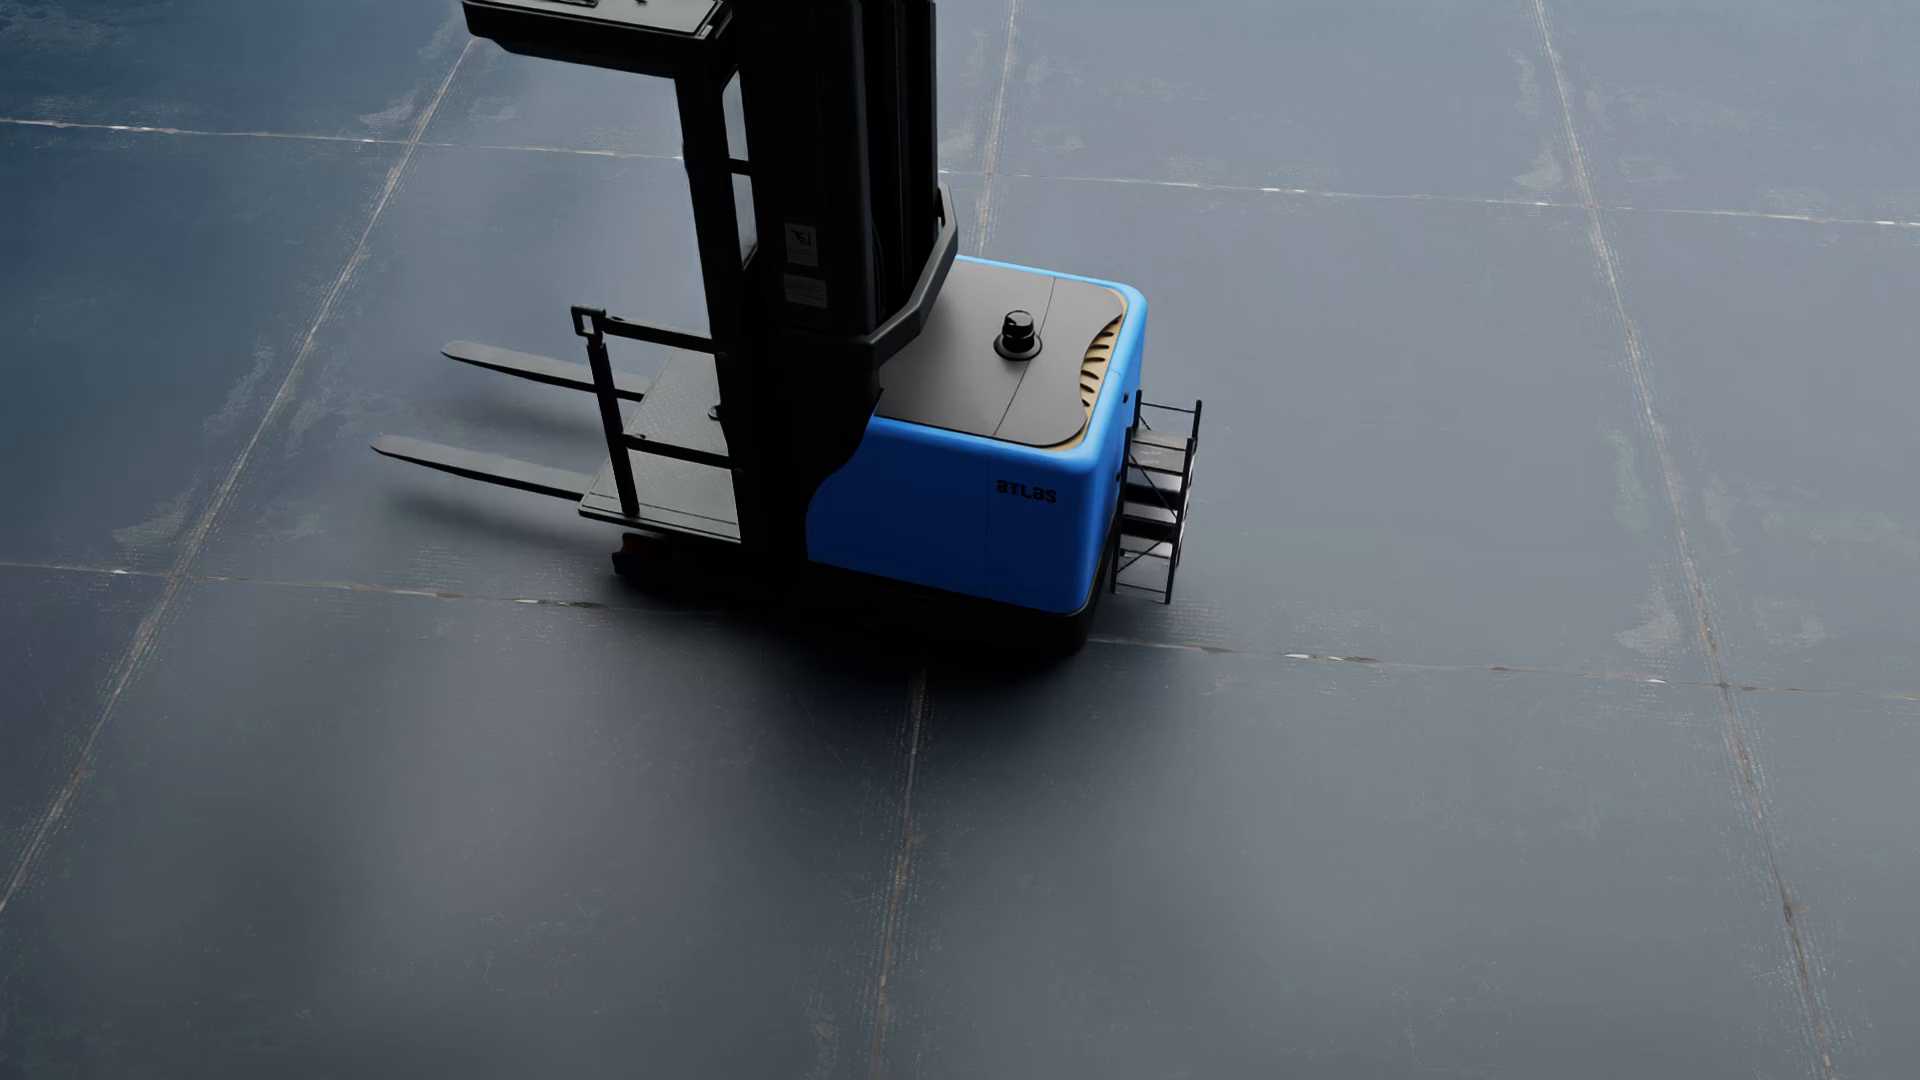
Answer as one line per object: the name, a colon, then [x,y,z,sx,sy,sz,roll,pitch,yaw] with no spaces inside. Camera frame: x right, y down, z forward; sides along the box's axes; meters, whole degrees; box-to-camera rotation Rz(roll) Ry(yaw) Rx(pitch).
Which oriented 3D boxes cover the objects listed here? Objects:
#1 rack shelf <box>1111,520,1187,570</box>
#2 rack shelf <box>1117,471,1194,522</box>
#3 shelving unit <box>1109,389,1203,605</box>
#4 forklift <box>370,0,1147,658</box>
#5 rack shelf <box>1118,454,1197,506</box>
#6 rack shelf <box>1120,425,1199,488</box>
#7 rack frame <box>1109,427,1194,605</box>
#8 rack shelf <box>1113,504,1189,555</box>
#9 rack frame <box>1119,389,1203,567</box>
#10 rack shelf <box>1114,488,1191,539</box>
rack shelf: [0.732,-0.003,6.432,0.258,0.077,0.200,11,48,10]
rack shelf: [0.732,-0.185,6.233,0.258,0.077,0.200,11,48,10]
shelving unit: [0.732,-0.147,6.275,0.258,0.900,0.210,11,48,10]
forklift: [-0.869,-1.155,5.821,3.031,2.935,1.130,12,49,11]
rack shelf: [0.732,-0.246,6.166,0.258,0.077,0.200,11,48,10]
rack shelf: [0.732,-0.307,6.100,0.258,0.077,0.200,11,48,10]
rack frame: [0.706,-0.075,6.208,0.240,0.900,0.006,11,48,10]
rack shelf: [0.732,-0.064,6.366,0.258,0.077,0.200,11,48,10]
rack frame: [0.757,-0.220,6.341,0.240,0.900,0.006,11,48,10]
rack shelf: [0.732,-0.125,6.299,0.258,0.077,0.200,11,48,10]
